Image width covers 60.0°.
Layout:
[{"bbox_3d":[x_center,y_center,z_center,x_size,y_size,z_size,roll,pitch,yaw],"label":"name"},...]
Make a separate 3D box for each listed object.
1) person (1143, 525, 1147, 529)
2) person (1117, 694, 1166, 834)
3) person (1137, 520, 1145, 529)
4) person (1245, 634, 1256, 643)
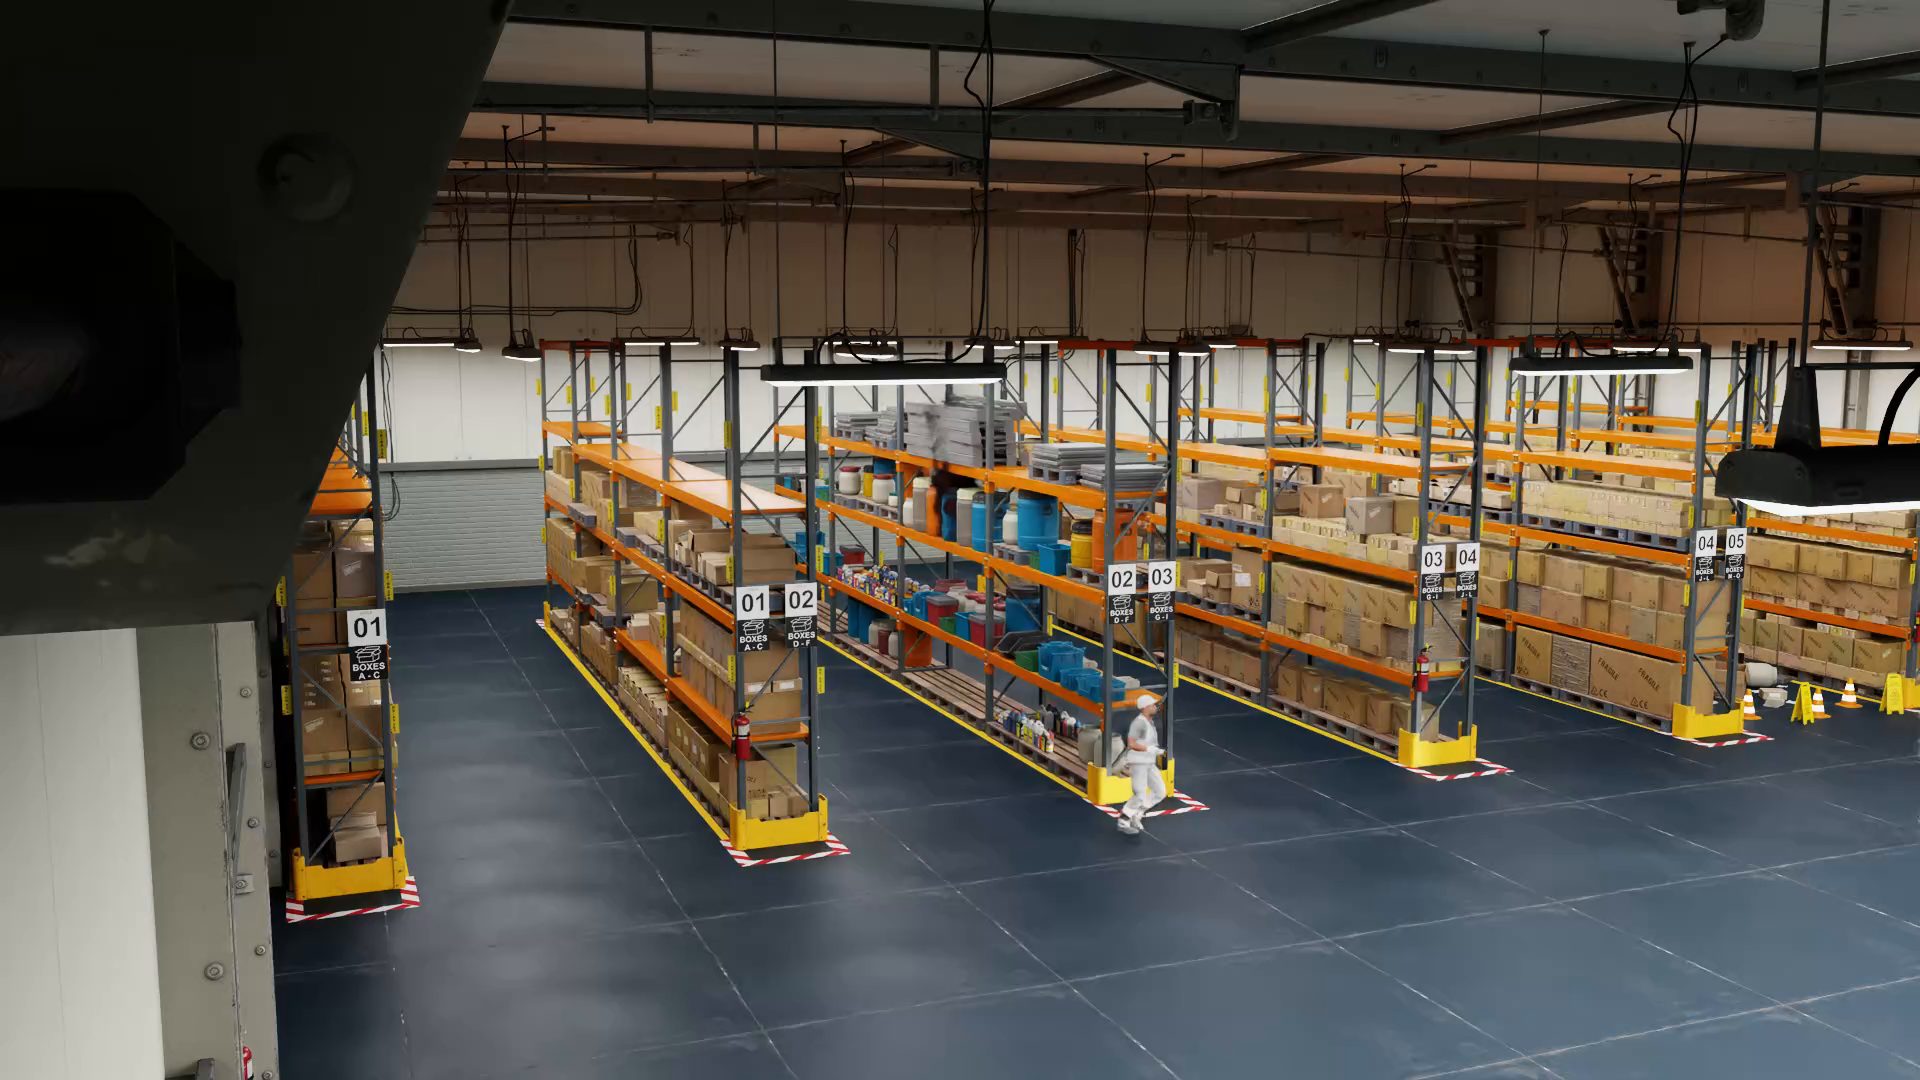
[{"bbox_3d":[4.324,0.194,40.700,0.727,1.731,0.575,6,9,37],"label":"person"},{"bbox_3d":[2.331,2.784,20.720,0.590,1.719,0.662,5,9,32],"label":"person"},{"bbox_3d":[4.266,0.324,39.915,0.709,1.692,0.696,1,8,10],"label":"person"},{"bbox_3d":[5.725,1.310,32.192,0.653,1.679,0.583,-4,8,-28],"label":"person"}]
